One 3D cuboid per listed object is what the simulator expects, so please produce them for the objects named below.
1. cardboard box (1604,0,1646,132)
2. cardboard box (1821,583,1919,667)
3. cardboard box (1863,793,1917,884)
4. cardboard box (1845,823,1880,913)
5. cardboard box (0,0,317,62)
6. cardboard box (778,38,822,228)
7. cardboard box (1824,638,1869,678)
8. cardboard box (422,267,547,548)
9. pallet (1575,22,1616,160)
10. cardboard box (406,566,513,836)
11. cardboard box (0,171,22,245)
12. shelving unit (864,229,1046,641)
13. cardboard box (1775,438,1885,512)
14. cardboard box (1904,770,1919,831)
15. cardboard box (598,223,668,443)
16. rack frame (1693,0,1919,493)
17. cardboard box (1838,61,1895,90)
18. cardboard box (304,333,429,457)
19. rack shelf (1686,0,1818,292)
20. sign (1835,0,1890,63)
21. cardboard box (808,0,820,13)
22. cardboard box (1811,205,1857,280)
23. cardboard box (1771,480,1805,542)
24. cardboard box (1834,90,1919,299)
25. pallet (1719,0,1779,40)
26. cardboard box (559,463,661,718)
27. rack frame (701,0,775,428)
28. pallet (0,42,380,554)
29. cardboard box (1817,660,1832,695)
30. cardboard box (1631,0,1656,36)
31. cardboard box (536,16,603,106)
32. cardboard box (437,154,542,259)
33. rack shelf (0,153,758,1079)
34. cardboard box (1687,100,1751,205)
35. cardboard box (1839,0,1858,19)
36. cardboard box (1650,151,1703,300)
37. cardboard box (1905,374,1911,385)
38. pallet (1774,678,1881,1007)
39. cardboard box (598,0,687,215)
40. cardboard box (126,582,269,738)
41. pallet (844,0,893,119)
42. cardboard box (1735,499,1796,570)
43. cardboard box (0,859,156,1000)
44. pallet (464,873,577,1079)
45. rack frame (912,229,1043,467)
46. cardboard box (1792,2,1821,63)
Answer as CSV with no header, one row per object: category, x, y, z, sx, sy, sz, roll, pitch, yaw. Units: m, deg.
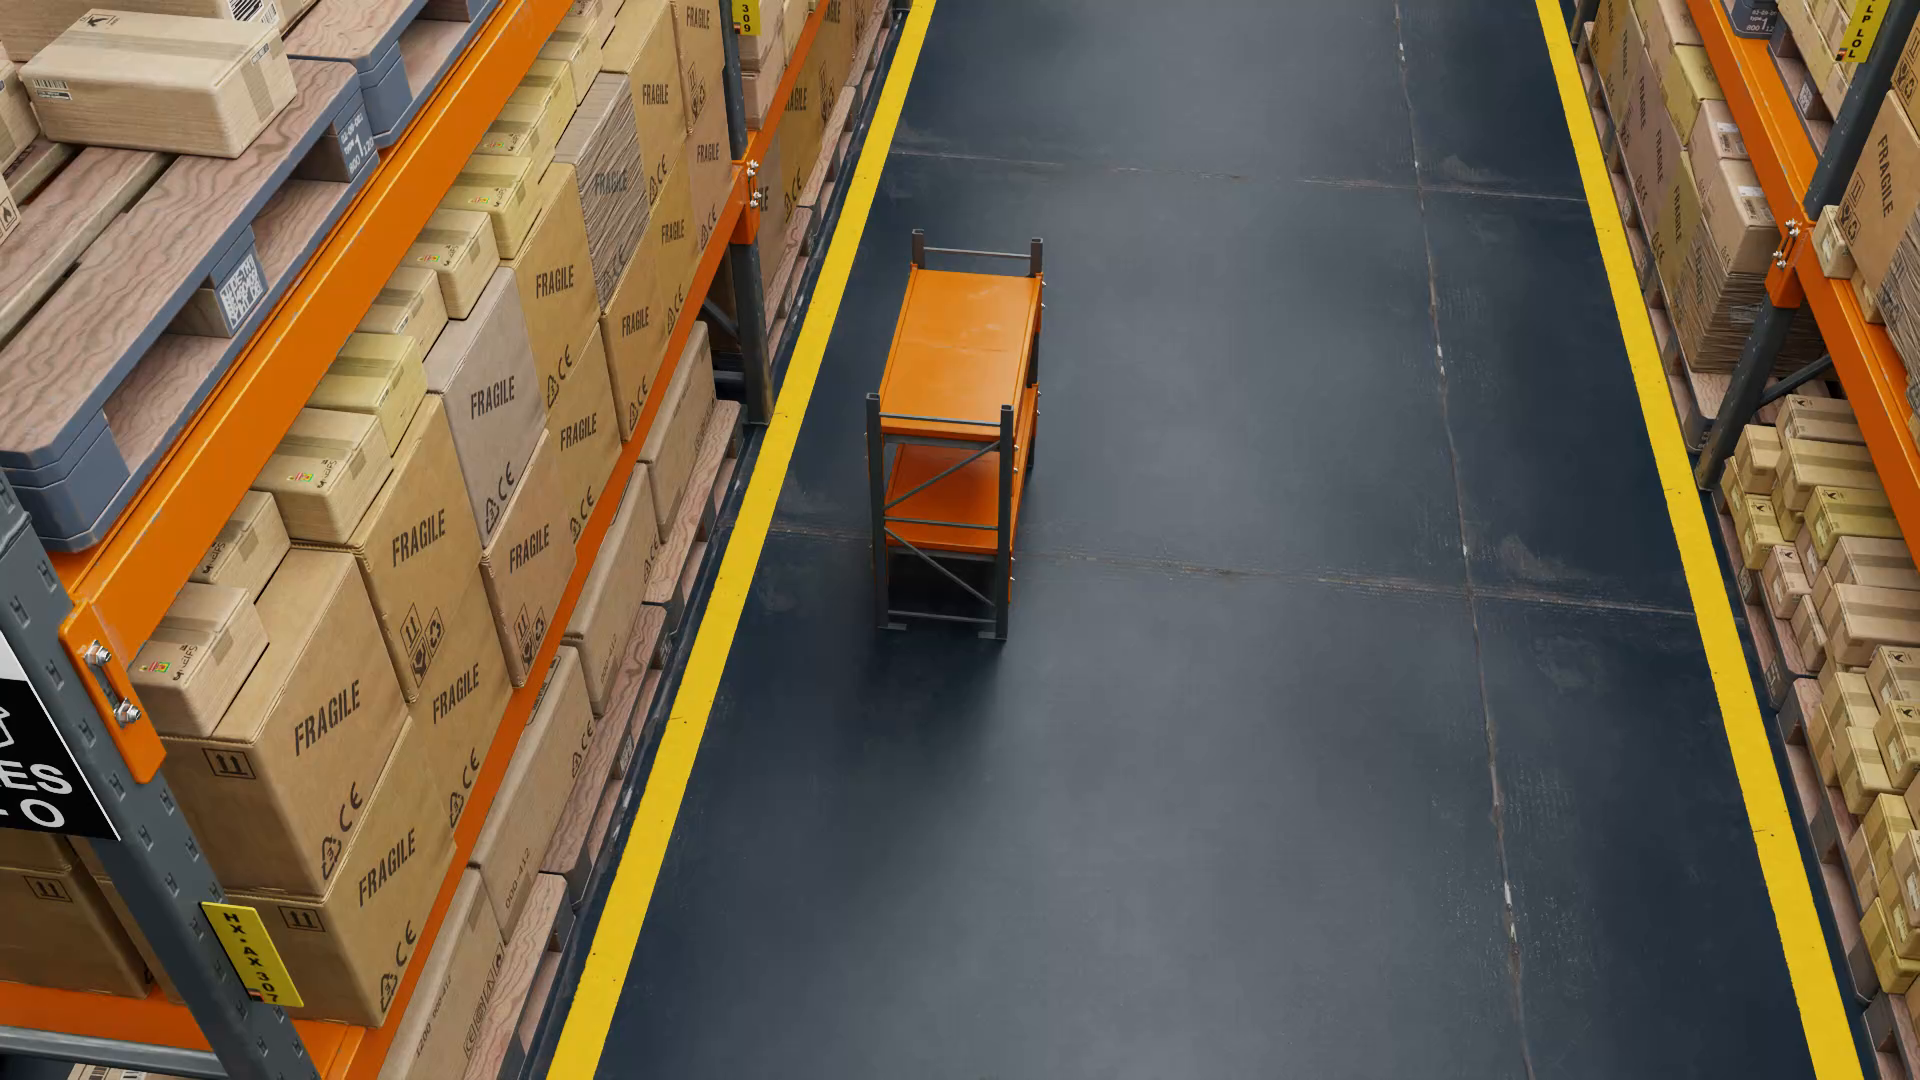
cardboard box,3.716,-2.457,8.675,0.500,0.500,0.500,6,44,6
cardboard box,3.139,0.300,5.587,0.380,0.149,0.250,6,44,6
cardboard box,3.030,0.946,5.121,0.380,0.149,0.250,7,44,8
cardboard box,3.032,1.053,5.224,0.380,0.149,0.250,6,44,6
cardboard box,-1.605,-1.204,3.345,0.500,0.311,0.500,6,44,6
cardboard box,-1.209,-2.096,8.022,0.875,0.875,0.875,6,44,7
cardboard box,3.192,0.424,5.672,0.380,0.149,0.250,7,44,7
cardboard box,-1.385,-0.348,4.135,0.500,0.500,0.500,5,44,5
pallet,4.021,-2.469,9.204,1.003,0.211,1.213,5,44,6
cardboard box,-1.465,0.373,4.102,0.500,0.500,0.500,5,44,5
cardboard box,-1.882,-0.481,2.626,0.500,0.250,0.500,2,43,2
shelving unit,-0.001,-0.404,6.358,0.538,1.125,1.048,5,44,6
cardboard box,3.251,-0.223,6.139,0.380,0.149,0.250,7,44,8
cardboard box,3.107,0.839,5.018,0.380,0.149,0.250,4,44,4
cardboard box,-1.246,-0.671,5.204,0.500,0.500,0.500,5,44,5
rack frame,3.597,-1.288,5.928,1.000,3.000,0.127,5,44,6
cardboard box,3.453,-1.746,6.073,0.380,0.149,0.250,6,44,7
cardboard box,-1.402,-0.327,3.642,0.380,0.149,0.250,4,44,4
rack shelf,3.861,-2.389,7.615,1.077,0.370,4.000,5,44,6
sign,3.046,-1.756,5.581,0.100,0.325,0.005,5,44,6
cardboard box,-0.853,-2.591,7.414,0.500,0.250,0.500,5,44,5
cardboard box,3.235,-1.033,5.842,0.380,0.149,0.250,7,44,7
cardboard box,3.287,-0.114,6.241,0.380,0.149,0.250,6,44,6
cardboard box,3.281,-1.117,5.459,0.500,0.500,0.500,5,44,5
pallet,3.904,-2.591,7.444,1.003,0.211,1.213,5,44,6
cardboard box,-1.631,0.137,5.981,0.875,0.438,0.875,4,44,4
rack frame,-1.323,-1.669,6.331,1.000,3.000,0.127,5,44,6
pallet,-1.764,-0.506,2.986,1.003,0.211,1.213,5,44,6
cardboard box,3.228,0.534,5.773,0.380,0.149,0.250,4,44,4
cardboard box,3.727,-2.737,8.426,0.500,0.250,0.500,5,44,5
cardboard box,-1.247,-1.378,4.752,0.380,0.149,0.250,5,44,5
cardboard box,-1.284,-0.847,4.192,0.380,0.149,0.250,4,44,4
rack shelf,-1.588,-0.044,5.139,1.077,0.370,4.000,5,44,6
cardboard box,3.526,-1.684,7.314,0.500,0.250,0.500,7,44,7
cardboard box,3.491,-2.039,6.167,0.380,0.149,0.250,4,44,4
cardboard box,3.513,-1.409,7.569,0.500,0.500,0.500,4,44,5
cardboard box,3.249,-0.479,5.257,0.380,0.149,0.250,3,44,4
pallet,3.384,1.020,5.520,1.003,0.211,1.213,5,44,6
cardboard box,-1.187,-1.376,5.222,0.500,0.500,0.500,5,44,5
cardboard box,-1.531,0.206,3.079,0.380,0.149,0.250,6,44,6
pallet,-0.973,-2.852,9.608,1.003,0.211,1.213,5,44,6
cardboard box,3.195,-0.005,6.341,0.380,0.149,0.250,6,44,7
cardboard box,-2.051,0.668,3.790,0.500,0.500,0.500,5,44,6
pallet,-1.824,1.518,4.993,1.003,0.211,1.213,5,44,6
rack frame,0.066,-0.750,6.724,0.500,1.125,0.032,5,44,6
cardboard box,3.521,-1.984,6.541,0.380,0.149,0.250,5,44,5
